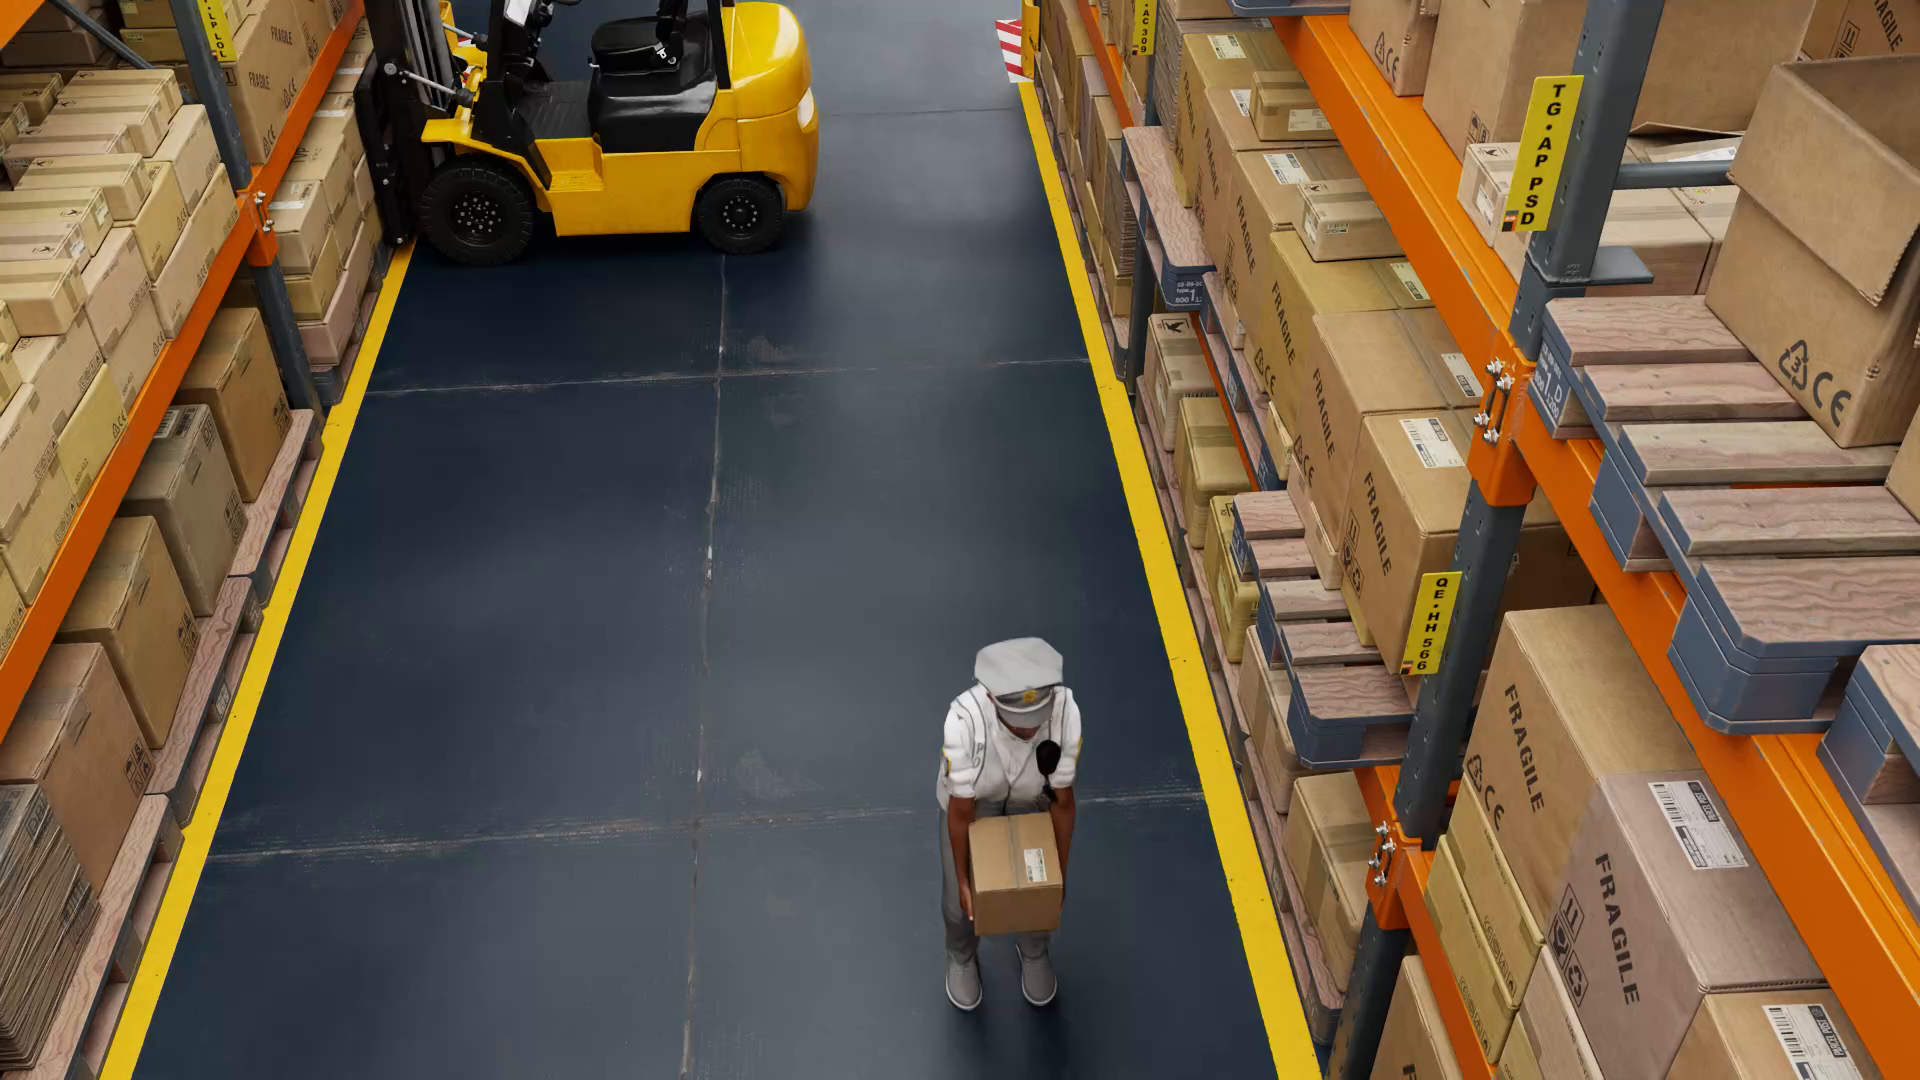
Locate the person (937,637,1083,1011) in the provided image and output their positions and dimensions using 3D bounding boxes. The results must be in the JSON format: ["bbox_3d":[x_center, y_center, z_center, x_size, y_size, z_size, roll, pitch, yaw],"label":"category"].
[{"bbox_3d":[0.146,0.895,5.100,0.415,1.625,0.566,-4,40,-5],"label":"person"}]
